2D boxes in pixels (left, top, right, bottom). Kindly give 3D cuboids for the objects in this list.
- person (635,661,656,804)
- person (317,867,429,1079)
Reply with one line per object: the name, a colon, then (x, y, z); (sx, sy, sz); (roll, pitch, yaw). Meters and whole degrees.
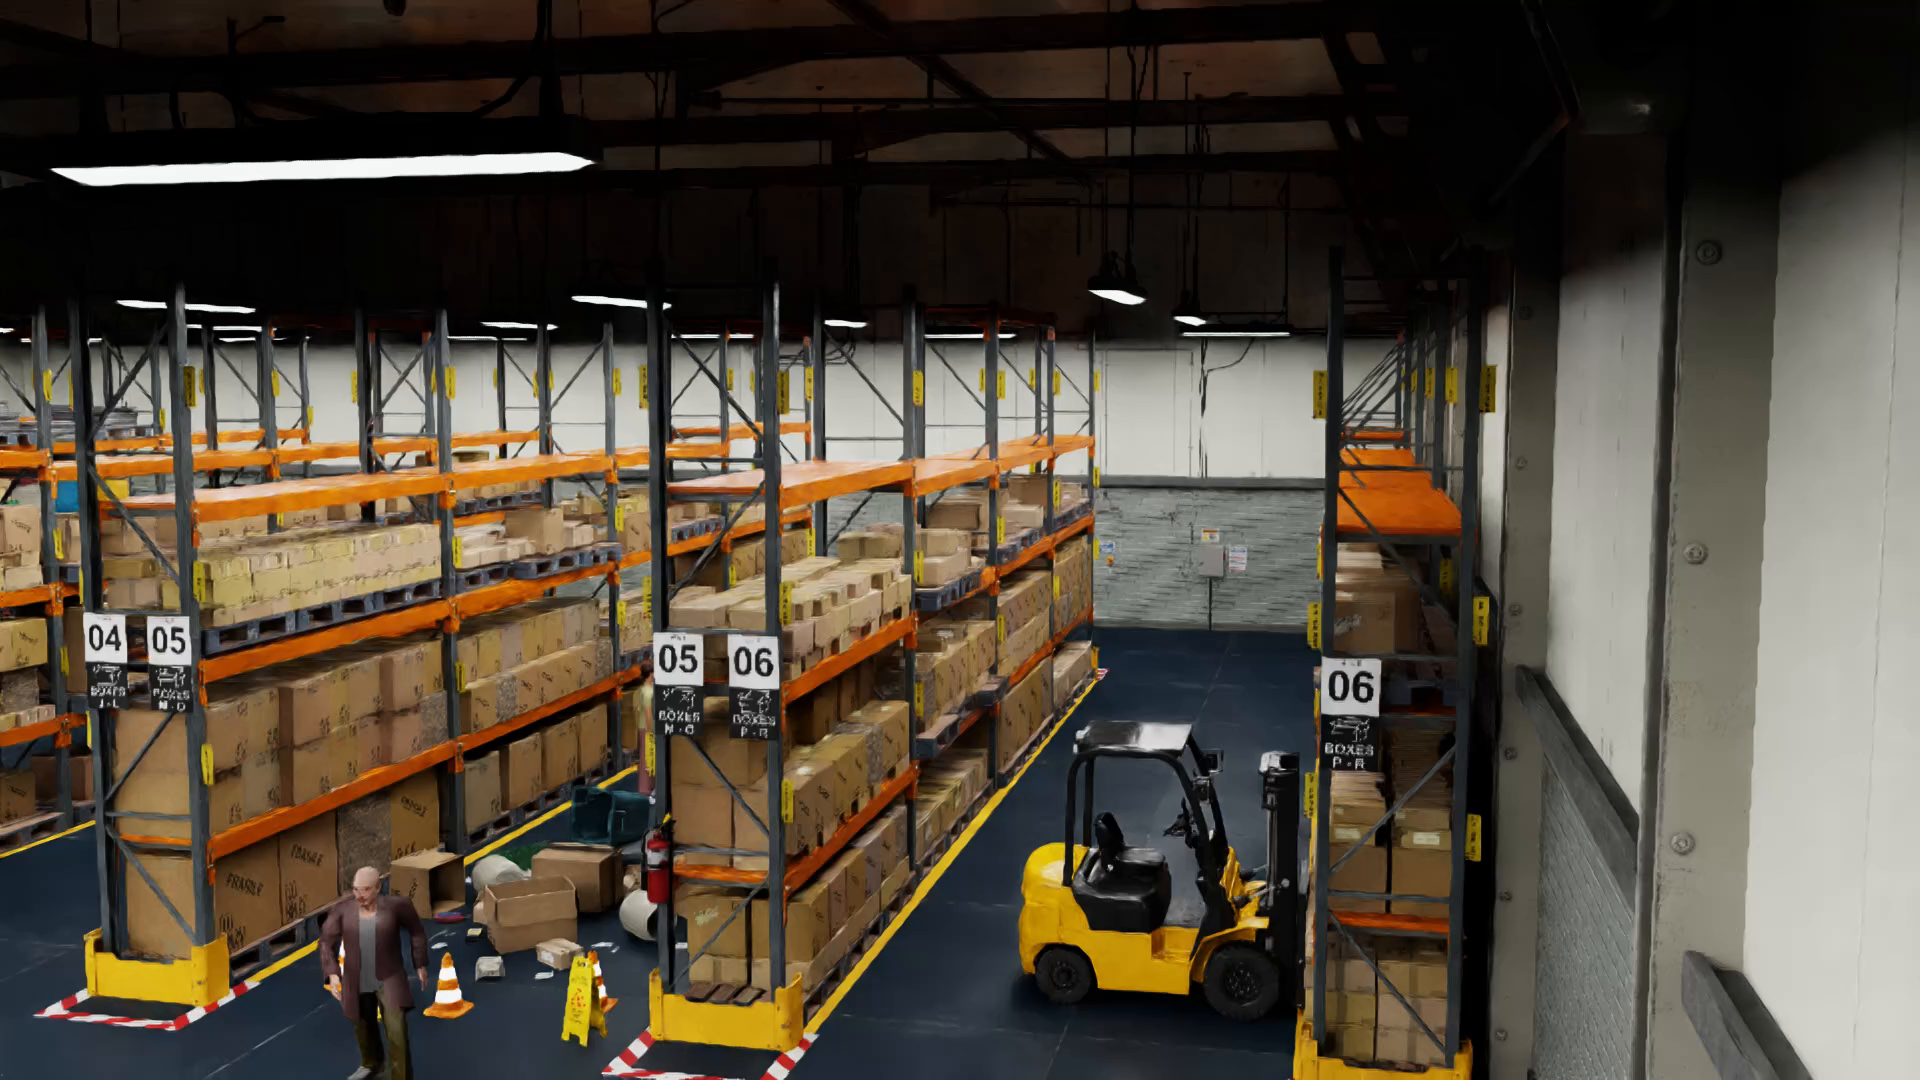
person: (-3.699, 2.293, 20.031); (0.451, 1.679, 0.541); (-2, 6, -17)
person: (-4.128, 3.115, 11.777); (0.735, 1.712, 0.887); (0, 6, -3)
